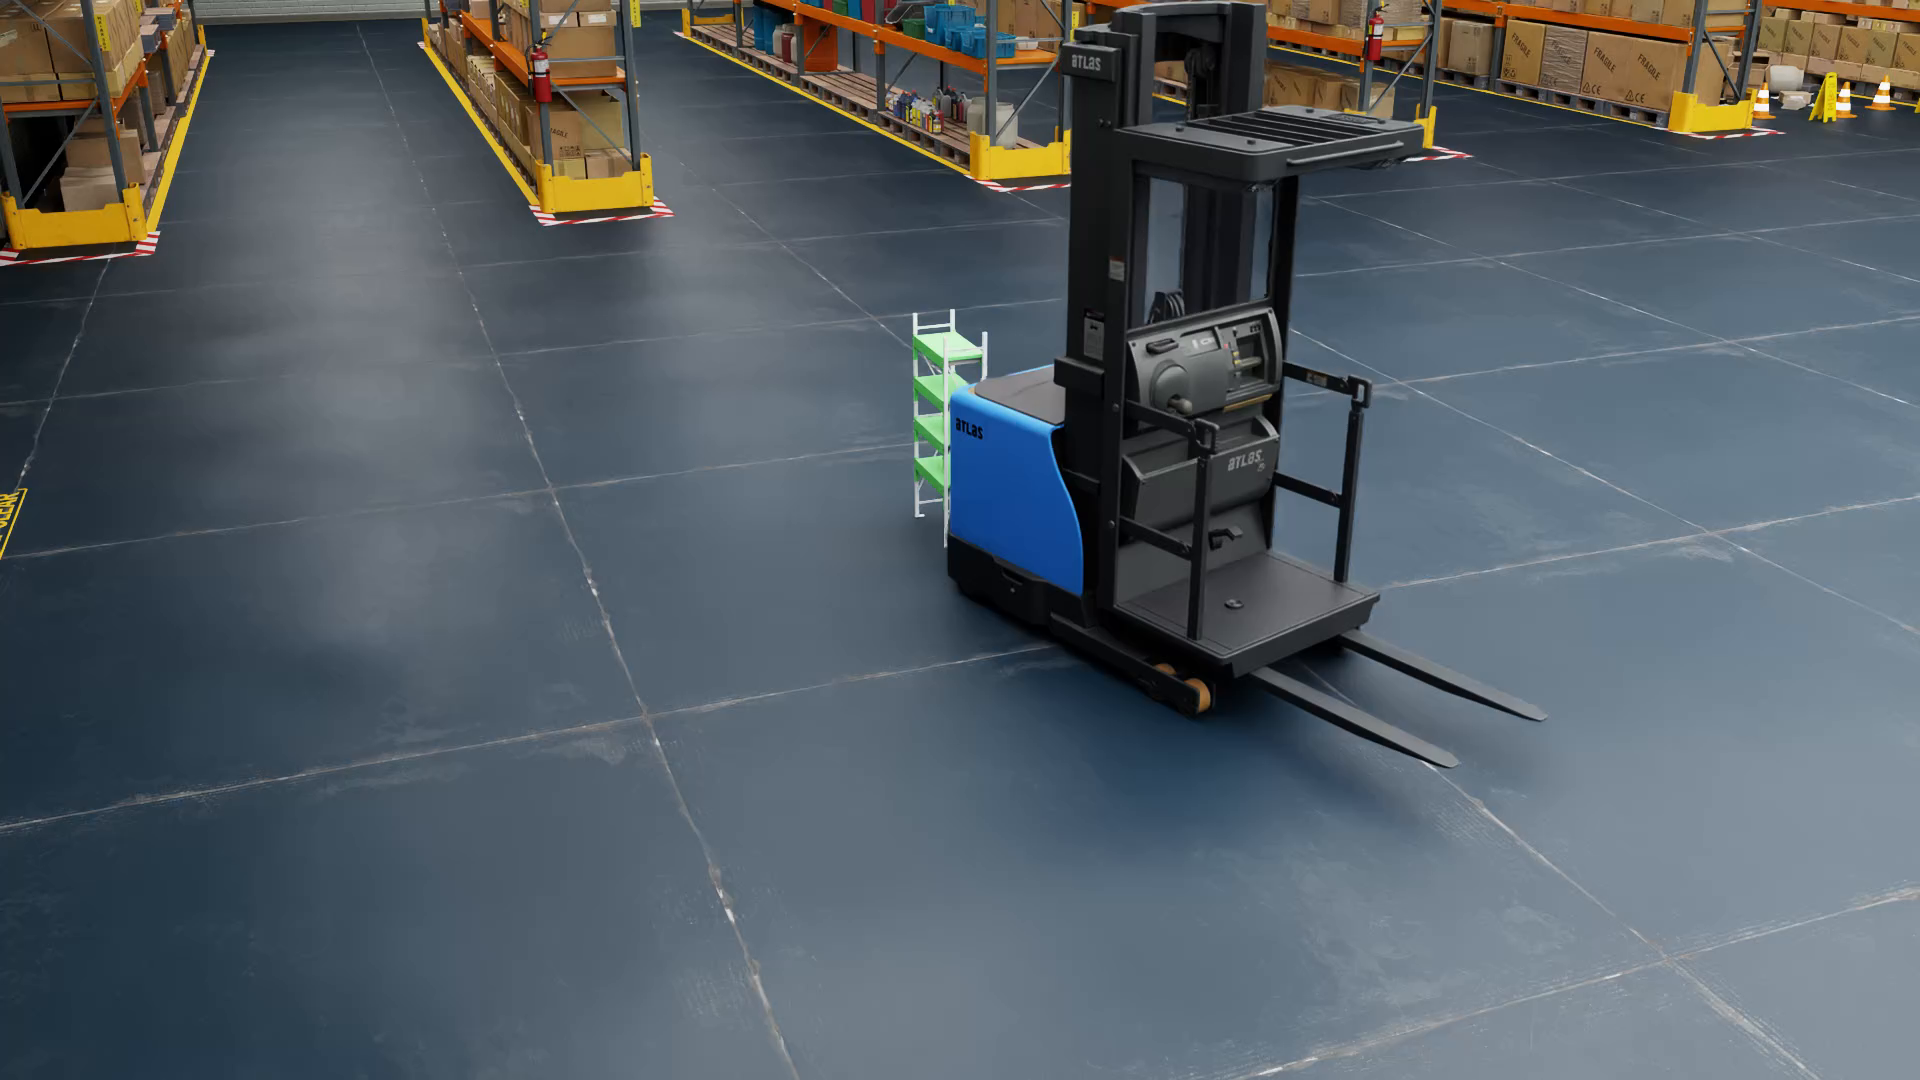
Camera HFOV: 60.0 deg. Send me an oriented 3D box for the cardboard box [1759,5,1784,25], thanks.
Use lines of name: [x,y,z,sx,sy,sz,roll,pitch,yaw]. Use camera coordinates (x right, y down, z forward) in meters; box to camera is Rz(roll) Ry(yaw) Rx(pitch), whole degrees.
cardboard box: [16.145,-10.404,32.750,0.500,0.500,0.500,-8,24,-17]

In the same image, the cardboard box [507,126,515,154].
cardboard box: [-5.049,-4.736,19.625,0.500,0.250,0.500,-8,24,-19]

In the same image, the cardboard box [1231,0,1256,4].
cardboard box: [4.240,-7.567,22.830,0.875,0.500,0.500,-8,24,-19]

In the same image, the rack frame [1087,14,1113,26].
rack frame: [2.583,-9.196,27.206,1.000,3.000,0.127,-8,24,-19]

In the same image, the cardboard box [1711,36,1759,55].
cardboard box: [13.079,-8.275,27.864,0.950,0.372,0.625,-8,24,-18]

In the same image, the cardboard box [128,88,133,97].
cardboard box: [-10.341,-5.525,20.182,0.500,0.250,0.500,-9,24,-20]

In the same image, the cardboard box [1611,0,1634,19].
cardboard box: [9.616,-7.548,23.104,0.875,0.550,0.550,-8,24,-19]

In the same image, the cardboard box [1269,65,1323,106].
cardboard box: [4.602,-6.211,22.803,0.500,0.500,0.500,-11,25,-24]

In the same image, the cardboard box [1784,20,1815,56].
cardboard box: [13.423,-7.930,26.236,0.500,0.500,0.500,-7,24,-17]

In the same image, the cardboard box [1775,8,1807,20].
cardboard box: [13.210,-8.368,26.441,0.380,0.149,0.250,-8,24,-18]

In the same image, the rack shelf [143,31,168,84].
rack shelf: [-10.613,-6.099,20.784,1.077,0.370,4.000,-8,24,-19]

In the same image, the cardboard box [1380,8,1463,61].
cardboard box: [7.701,-8.446,27.782,1.050,0.750,0.750,-8,24,-18]

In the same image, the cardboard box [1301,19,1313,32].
cardboard box: [4.658,-6.700,21.609,0.380,0.149,0.250,-8,24,-19]

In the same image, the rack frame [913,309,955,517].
rack frame: [-0.145,-0.702,9.370,0.240,1.200,0.015,-8,24,-19]

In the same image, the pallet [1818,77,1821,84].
pallet: [13.537,-7.578,26.958,1.003,0.211,1.213,-8,24,-19]

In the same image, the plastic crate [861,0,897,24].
plastic crate: [-1.095,-7.226,22.451,0.402,0.464,0.583,-8,24,-19]

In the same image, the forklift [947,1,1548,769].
forklift: [1.247,-0.787,7.343,1.130,2.935,3.031,-17,28,-35]

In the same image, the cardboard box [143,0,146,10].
cardboard box: [-11.144,-7.236,21.862,0.700,0.500,0.500,-11,25,-25]

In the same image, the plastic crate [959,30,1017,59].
plastic crate: [0.318,-5.682,19.060,0.499,0.251,0.616,-8,24,-19]

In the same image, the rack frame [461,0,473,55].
rack frame: [-6.686,-7.838,23.984,1.000,3.000,0.127,-8,24,-19]

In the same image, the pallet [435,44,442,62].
pallet: [-8.776,-8.700,29.620,1.003,0.211,1.213,-8,24,-19]

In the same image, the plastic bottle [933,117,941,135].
plastic bottle: [-0.284,-5.130,20.596,0.097,0.201,0.097,0,23,0]

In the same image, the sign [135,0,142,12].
sign: [-9.401,-6.180,18.935,0.100,0.325,0.005,-8,24,-19]

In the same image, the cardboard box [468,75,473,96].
cardboard box: [-6.776,-6.534,23.890,0.500,0.250,0.500,-8,24,-19]

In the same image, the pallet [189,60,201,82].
pallet: [-12.928,-7.612,27.040,1.003,0.211,1.213,-8,24,-19]

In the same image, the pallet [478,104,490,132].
pallet: [-6.005,-5.806,22.754,1.003,0.211,1.213,-8,24,-19]

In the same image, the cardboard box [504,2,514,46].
cardboard box: [-5.111,-6.270,20.136,0.700,0.500,0.500,-9,24,-20]

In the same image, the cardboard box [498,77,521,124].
cardboard box: [-5.218,-5.265,19.913,0.500,0.500,0.500,-8,24,-19]

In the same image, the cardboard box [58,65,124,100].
cardboard box: [-8.369,-4.411,16.021,0.500,0.250,0.500,-9,25,-21]

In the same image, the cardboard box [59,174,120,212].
cardboard box: [-8.653,-3.478,16.534,0.500,0.311,0.500,-11,25,-25]

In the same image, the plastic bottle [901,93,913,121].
plastic bottle: [-0.674,-5.626,21.581,0.144,0.351,0.185,-9,25,-21]

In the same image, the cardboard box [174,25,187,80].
cardboard box: [-12.064,-7.272,24.870,0.750,0.750,0.750,-8,24,-17]

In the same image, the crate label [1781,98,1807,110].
crate label: [12.067,-6.310,24.045,0.298,0.136,0.250,18,29,36]

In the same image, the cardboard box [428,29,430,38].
cardboard box: [-9.598,-9.352,30.657,0.380,0.166,0.250,-8,24,-19]

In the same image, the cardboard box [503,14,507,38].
cardboard box: [-5.488,-6.488,20.975,0.500,0.250,0.500,-7,24,-16]

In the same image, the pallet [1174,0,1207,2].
pallet: [3.862,-7.952,24.501,1.003,0.211,1.213,-8,24,-19]

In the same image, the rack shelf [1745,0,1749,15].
rack shelf: [12.560,-9.497,28.848,1.077,0.370,4.000,-8,24,-19]

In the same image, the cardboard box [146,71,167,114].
cardboard box: [-11.016,-5.953,22.165,0.700,0.500,0.500,-8,24,-18]

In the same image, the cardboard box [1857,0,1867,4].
cardboard box: [13.826,-8.198,25.161,0.380,0.149,0.250,-8,24,-19]

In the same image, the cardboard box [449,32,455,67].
cardboard box: [-7.958,-7.941,26.880,0.500,0.500,0.500,-8,24,-18]

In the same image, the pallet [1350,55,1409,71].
pallet: [7.466,-8.258,28.571,1.003,0.211,1.213,-8,24,-19]

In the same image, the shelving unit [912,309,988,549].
shelving unit: [-0.058,-0.613,9.160,0.258,1.200,0.503,-8,24,-19]

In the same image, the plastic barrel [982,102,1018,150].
plastic barrel: [0.471,-4.885,19.641,0.421,0.512,0.421,0,23,0]

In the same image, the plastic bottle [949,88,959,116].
plastic bottle: [-0.073,-5.781,21.948,0.144,0.351,0.185,-10,25,-22]

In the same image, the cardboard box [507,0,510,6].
cardboard box: [-5.084,-6.326,19.432,0.380,0.149,0.250,-9,24,-19]

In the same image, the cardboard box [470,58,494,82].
cardboard box: [-6.583,-6.603,23.331,0.500,0.311,0.500,-9,24,-20]

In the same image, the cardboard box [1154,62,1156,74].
cardboard box: [3.253,-7.601,26.074,0.700,0.500,0.500,-6,24,-15]

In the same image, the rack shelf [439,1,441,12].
rack shelf: [-8.806,-9.687,29.297,1.077,0.370,4.000,-8,24,-19]

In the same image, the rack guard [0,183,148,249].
rack guard: [-8.520,-3.126,16.023,1.175,0.500,0.348,-8,24,-19]

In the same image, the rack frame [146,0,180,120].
rack frame: [-11.319,-7.157,22.369,1.000,3.000,0.127,-8,24,-19]

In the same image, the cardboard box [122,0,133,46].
cardboard box: [-9.100,-5.495,17.627,0.500,0.500,0.500,-9,24,-21]

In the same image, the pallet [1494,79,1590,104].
pallet: [8.867,-6.814,25.146,1.003,0.211,1.213,-8,24,-19]

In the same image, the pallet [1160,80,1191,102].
pallet: [3.719,-6.740,24.970,1.003,0.211,1.213,-8,24,-19]
